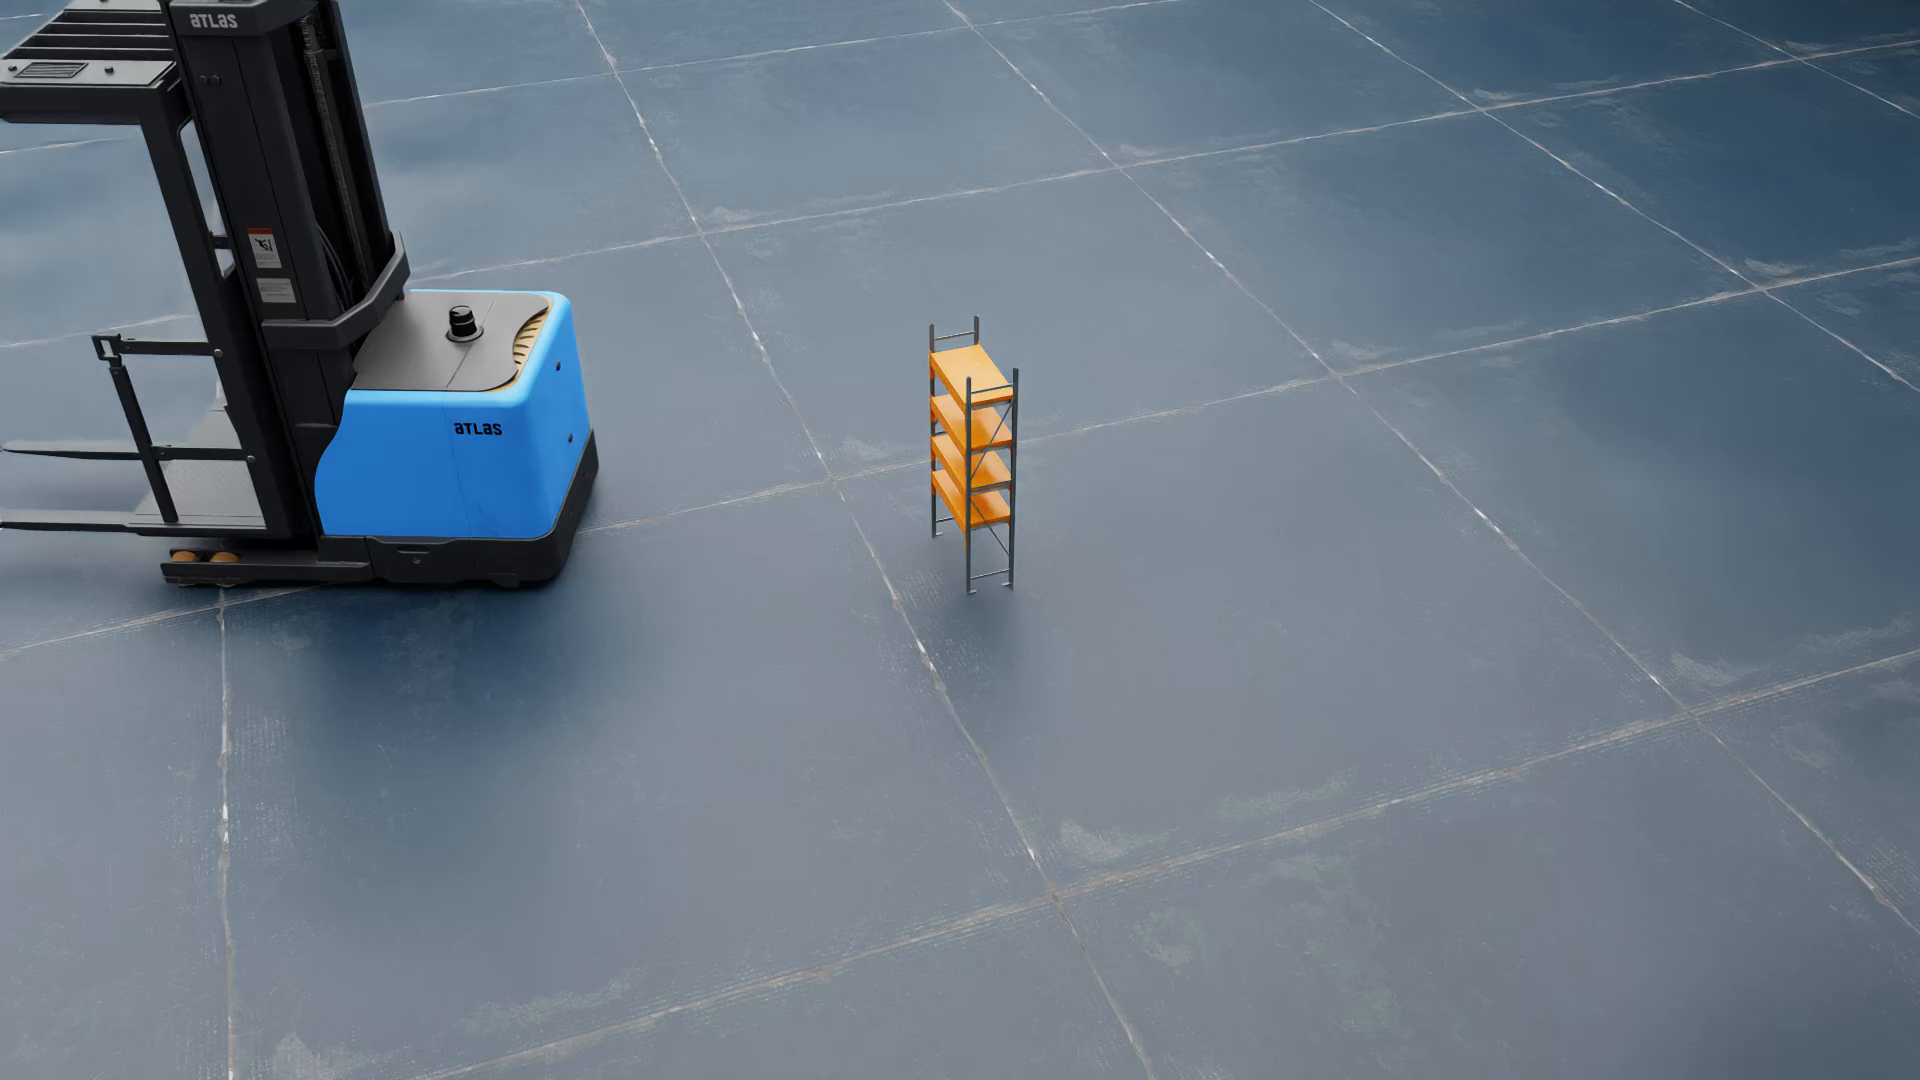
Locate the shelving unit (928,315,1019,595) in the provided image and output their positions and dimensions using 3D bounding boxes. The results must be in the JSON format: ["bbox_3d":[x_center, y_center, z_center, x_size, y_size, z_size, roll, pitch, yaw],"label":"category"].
[{"bbox_3d":[0.057,-0.386,7.765,0.258,1.200,0.503,-12,39,-16],"label":"shelving unit"}]

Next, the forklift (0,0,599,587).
[{"bbox_3d":[-3.402,-1.264,7.492,3.031,2.935,1.130,1,37,2],"label":"forklift"}]

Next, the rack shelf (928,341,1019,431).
[{"bbox_3d":[0.057,-0.700,7.528,0.258,0.148,0.480,-12,39,-16],"label":"rack shelf"}]

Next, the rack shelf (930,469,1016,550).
[{"bbox_3d":[0.057,-0.173,7.925,0.258,0.148,0.480,-12,39,-16],"label":"rack shelf"}]

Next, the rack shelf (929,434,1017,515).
[{"bbox_3d":[0.057,-0.332,7.805,0.258,0.148,0.480,-12,39,-16],"label":"rack shelf"}]

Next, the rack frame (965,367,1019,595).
[{"bbox_3d":[0.141,-0.248,7.582,0.240,1.200,0.015,-12,39,-16],"label":"rack frame"}]

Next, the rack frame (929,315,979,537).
[{"bbox_3d":[-0.027,-0.524,7.948,0.240,1.200,0.015,-12,39,-16],"label":"rack frame"}]

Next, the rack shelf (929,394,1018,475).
[{"bbox_3d":[0.057,-0.511,7.671,0.258,0.148,0.480,-12,39,-16],"label":"rack shelf"}]
